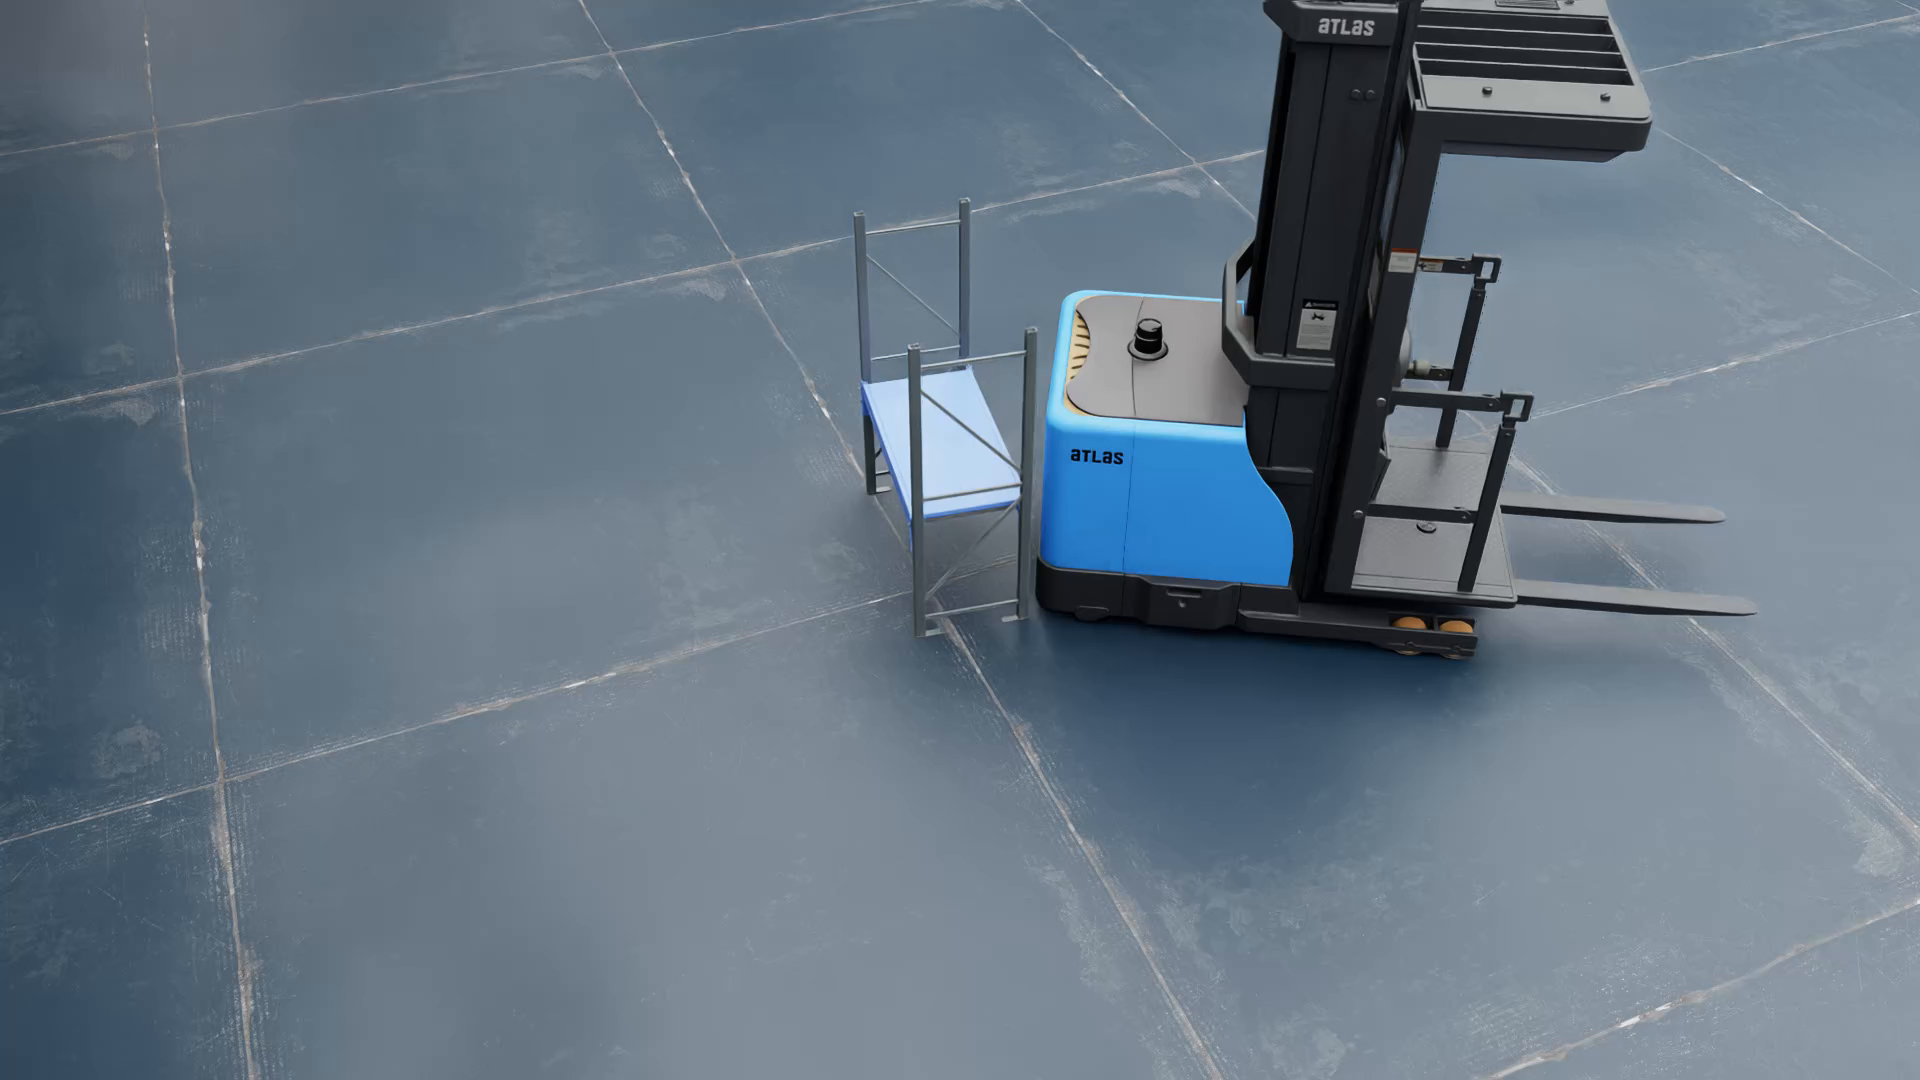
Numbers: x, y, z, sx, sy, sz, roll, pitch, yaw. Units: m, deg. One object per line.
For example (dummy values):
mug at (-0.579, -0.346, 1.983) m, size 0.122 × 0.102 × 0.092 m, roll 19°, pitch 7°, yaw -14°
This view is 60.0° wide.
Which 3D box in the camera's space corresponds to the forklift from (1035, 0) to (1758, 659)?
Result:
forklift at (1.886, -0.975, 6.555) m, size 3.031 × 2.935 × 1.130 m, roll 5°, pitch 41°, yaw 5°

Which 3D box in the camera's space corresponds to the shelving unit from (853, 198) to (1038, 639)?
shelving unit at (-0.076, -0.513, 7.115) m, size 0.538 × 1.500 × 1.048 m, roll -9°, pitch 42°, yaw -11°

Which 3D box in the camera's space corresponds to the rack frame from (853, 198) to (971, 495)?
rack frame at (-0.201, -0.834, 7.488) m, size 0.500 × 1.500 × 0.032 m, roll -9°, pitch 42°, yaw -11°

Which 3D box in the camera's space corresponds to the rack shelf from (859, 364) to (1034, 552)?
rack shelf at (-0.076, -0.376, 7.232) m, size 0.538 × 0.185 × 1.000 m, roll -9°, pitch 42°, yaw -11°

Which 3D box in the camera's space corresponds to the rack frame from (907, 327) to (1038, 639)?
rack frame at (0.049, -0.191, 6.741) m, size 0.500 × 1.500 × 0.032 m, roll -9°, pitch 42°, yaw -11°
